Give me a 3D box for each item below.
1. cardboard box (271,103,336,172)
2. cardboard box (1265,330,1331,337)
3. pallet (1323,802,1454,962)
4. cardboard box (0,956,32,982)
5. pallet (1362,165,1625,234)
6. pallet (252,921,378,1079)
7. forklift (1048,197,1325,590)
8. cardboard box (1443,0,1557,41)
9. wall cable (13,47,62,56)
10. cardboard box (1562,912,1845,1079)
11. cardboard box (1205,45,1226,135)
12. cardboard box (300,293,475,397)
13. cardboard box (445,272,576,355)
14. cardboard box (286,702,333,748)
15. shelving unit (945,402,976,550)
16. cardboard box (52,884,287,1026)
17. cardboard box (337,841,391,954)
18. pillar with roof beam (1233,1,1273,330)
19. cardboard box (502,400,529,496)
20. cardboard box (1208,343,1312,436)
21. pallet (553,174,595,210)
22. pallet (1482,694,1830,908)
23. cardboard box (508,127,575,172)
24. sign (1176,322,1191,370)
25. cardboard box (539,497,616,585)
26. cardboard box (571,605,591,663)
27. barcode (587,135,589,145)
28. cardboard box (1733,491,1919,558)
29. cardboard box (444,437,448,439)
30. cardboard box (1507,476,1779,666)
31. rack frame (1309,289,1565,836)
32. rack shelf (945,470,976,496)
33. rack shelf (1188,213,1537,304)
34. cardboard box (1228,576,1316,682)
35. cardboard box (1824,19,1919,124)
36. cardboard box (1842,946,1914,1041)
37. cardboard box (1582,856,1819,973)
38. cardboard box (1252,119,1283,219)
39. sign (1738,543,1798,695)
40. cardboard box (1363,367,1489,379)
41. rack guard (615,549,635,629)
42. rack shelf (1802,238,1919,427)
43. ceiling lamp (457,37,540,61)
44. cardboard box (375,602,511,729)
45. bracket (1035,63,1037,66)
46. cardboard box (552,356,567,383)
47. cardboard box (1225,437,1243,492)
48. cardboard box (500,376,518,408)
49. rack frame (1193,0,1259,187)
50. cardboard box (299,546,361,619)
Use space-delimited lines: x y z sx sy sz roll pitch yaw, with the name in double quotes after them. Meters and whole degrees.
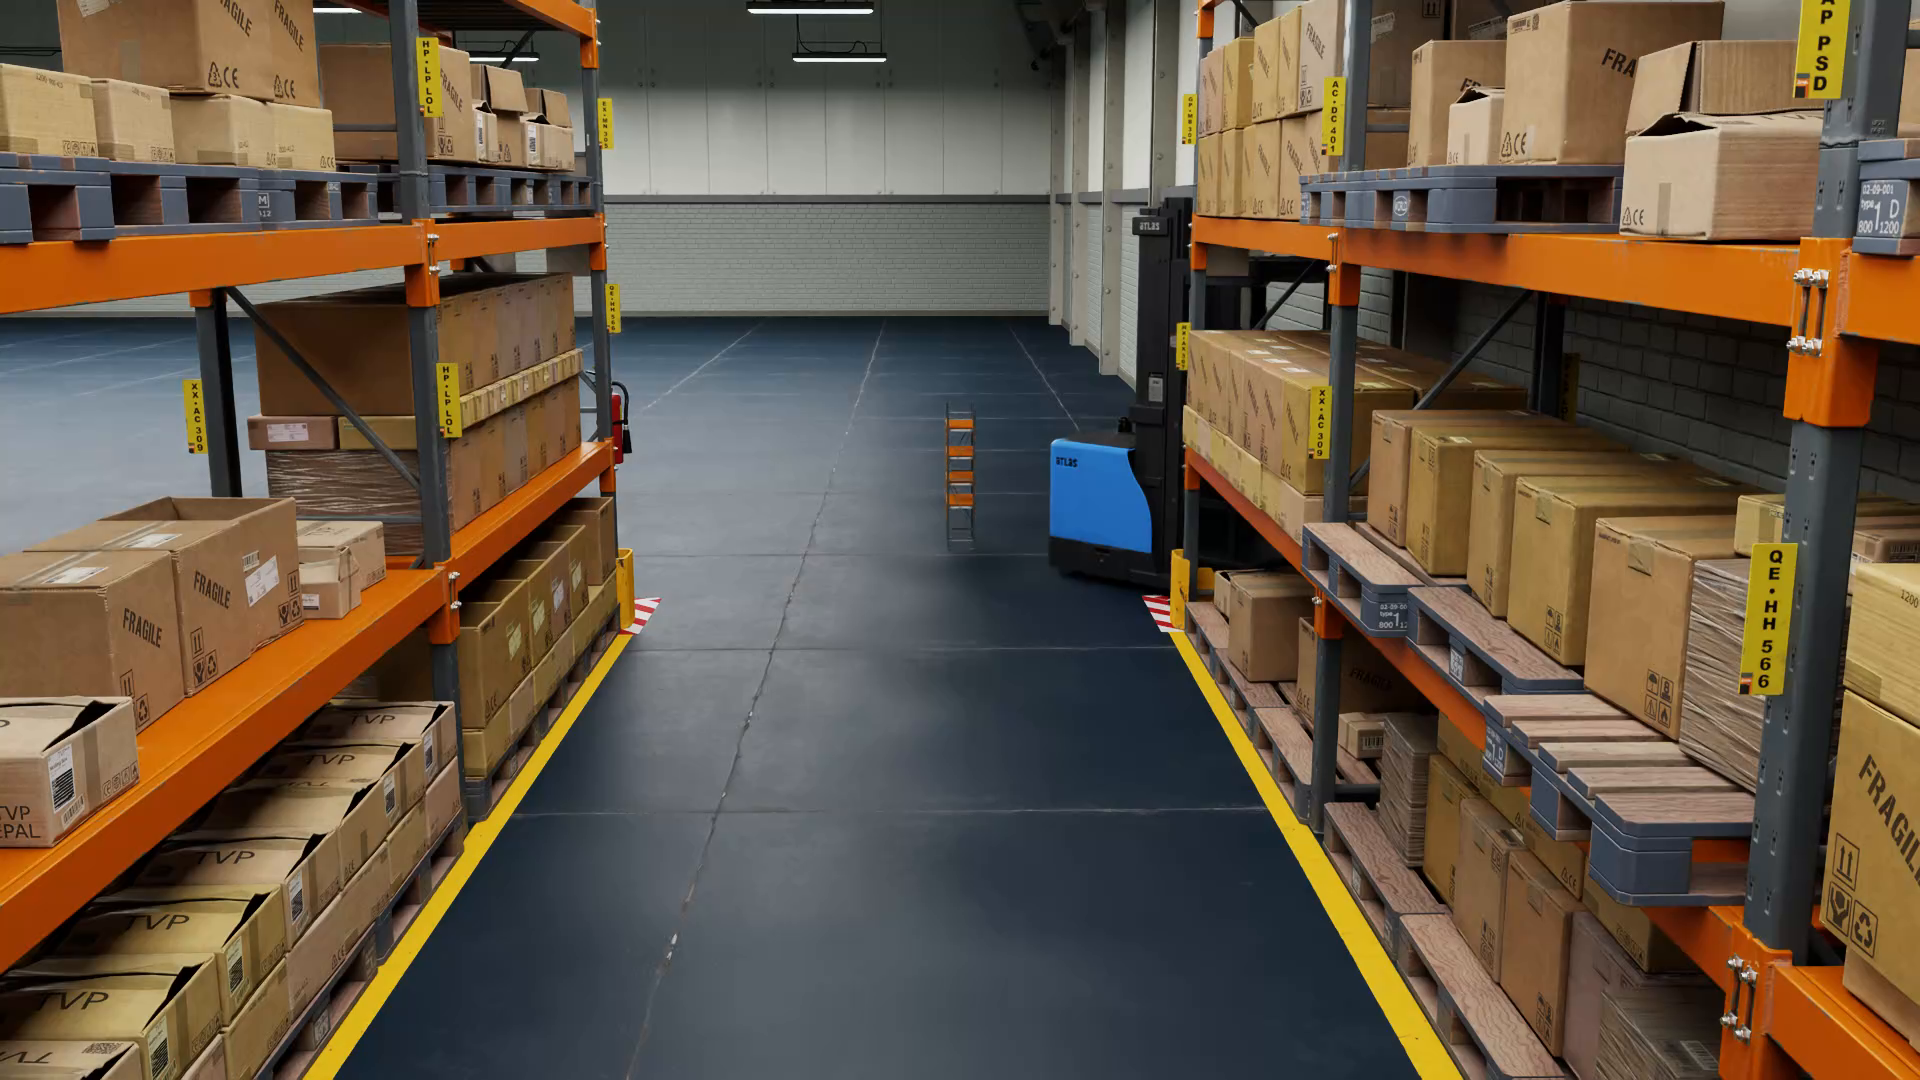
-2.796 -1.562 6.492 0.500 0.250 0.500 1 12 5 "cardboard box"
2.293 -1.110 10.926 0.500 0.500 0.500 0 11 -2 "cardboard box"
2.171 1.418 7.040 1.003 0.211 1.213 0 11 -1 "pallet"
-2.991 1.373 4.695 0.500 0.311 0.500 0 11 -2 "cardboard box"
2.084 -1.152 5.623 1.213 0.211 1.003 0 11 -1 "pallet"
-2.717 1.673 5.779 1.003 0.211 1.213 0 11 -1 "pallet"
2.115 -1.043 12.327 3.031 2.935 1.130 11 16 42 "forklift"
2.429 -2.221 7.602 0.500 0.500 0.500 0 11 0 "cardboard box"
-22.103 -13.335 41.322 3.097 2.526 0.112 0 11 -1 "wall cable"
2.274 1.455 5.022 0.700 0.500 0.500 0 11 -1 "cardboard box"
1.795 -2.740 10.160 0.500 0.500 0.500 0 11 -2 "cardboard box"
-2.827 -0.956 8.212 0.700 0.500 0.500 0 11 -1 "cardboard box"
-2.884 -1.459 10.692 0.700 0.500 0.500 0 11 -1 "cardboard box"
-3.040 0.868 7.187 0.500 0.311 0.500 0 11 -1 "cardboard box"
0.003 -0.555 14.278 0.258 1.200 0.503 0 11 -1 "shelving unit"
-2.462 1.268 5.211 0.500 0.311 0.500 -1 11 -3 "cardboard box"
-2.481 1.343 6.256 0.500 0.250 0.500 0 11 0 "cardboard box"
-1.478 -4.878 15.972 9.100 9.000 0.400 0 11 -1 "pillar with roof beam"
-2.851 -0.526 9.356 0.700 0.500 0.500 0 11 1 "cardboard box"
1.784 -0.905 9.918 0.500 0.500 0.500 -1 11 -3 "cardboard box"
-2.893 -2.164 10.358 1.003 0.211 1.213 0 11 -1 "pallet"
2.115 0.644 4.321 1.213 0.211 1.003 0 11 -1 "pallet"
-2.595 -2.321 9.879 0.500 0.250 0.500 0 11 -1 "cardboard box"
1.528 -1.321 11.348 0.100 0.325 0.005 0 11 -1 "sign"
-2.574 0.002 10.978 0.500 0.500 0.500 0 11 -1 "cardboard box"
-2.541 0.568 10.073 0.500 0.250 0.500 0 11 -1 "cardboard box"
-2.394 -2.574 10.699 0.001 0.075 0.075 0 11 -1 "barcode"
2.177 -0.023 4.140 0.380 0.149 0.250 -2 12 -11 "cardboard box"
-2.617 -0.554 7.860 0.380 0.149 0.250 0 11 0 "cardboard box"
2.168 0.086 5.233 0.700 0.500 0.500 0 11 -1 "cardboard box"
2.153 -0.104 7.525 1.000 3.000 0.127 0 11 -1 "rack frame"
0.003 -0.489 14.291 0.258 0.148 0.480 0 11 -1 "rack shelf"
2.112 -1.619 9.258 1.077 0.370 4.000 0 11 -1 "rack shelf"
1.972 0.508 9.691 0.700 0.500 0.500 -1 12 -5 "cardboard box"
2.451 -0.981 4.006 0.500 0.500 0.500 0 11 -1 "cardboard box"
2.011 0.871 3.302 0.380 0.149 0.250 0 11 -2 "cardboard box"
2.220 1.077 5.001 0.500 0.250 0.500 0 11 0 "cardboard box"
1.848 -1.942 8.743 0.500 0.500 0.500 -1 11 -3 "cardboard box"
1.693 0.167 3.479 0.100 0.325 0.005 0 11 -1 "sign"
2.345 -0.605 8.435 0.500 0.500 0.500 0 11 -1 "cardboard box"
-2.883 0.343 11.613 1.175 0.500 0.348 0 11 -1 "rack guard"
2.277 -0.028 1.420 1.077 0.370 4.000 0 11 -1 "rack shelf"
-9.888 -11.709 34.959 2.000 3.185 0.800 0 11 -1 "ceiling lamp"
-2.496 0.598 8.039 0.500 0.500 0.500 0 11 -1 "cardboard box"
1.930 -11.866 41.360 0.076 0.066 3.189 0 11 -1 "bracket"
-2.672 -1.067 10.389 0.380 0.149 0.250 0 11 -2 "cardboard box"
1.801 -0.432 9.470 0.500 0.250 0.500 0 11 -1 "cardboard box"
-2.647 -0.812 9.132 0.380 0.149 0.250 0 11 -2 "cardboard box"
2.070 -3.839 10.848 1.000 3.000 0.127 0 11 -1 "rack frame"
-2.598 0.157 6.577 0.396 0.266 0.258 -1 11 -3 "cardboard box"
